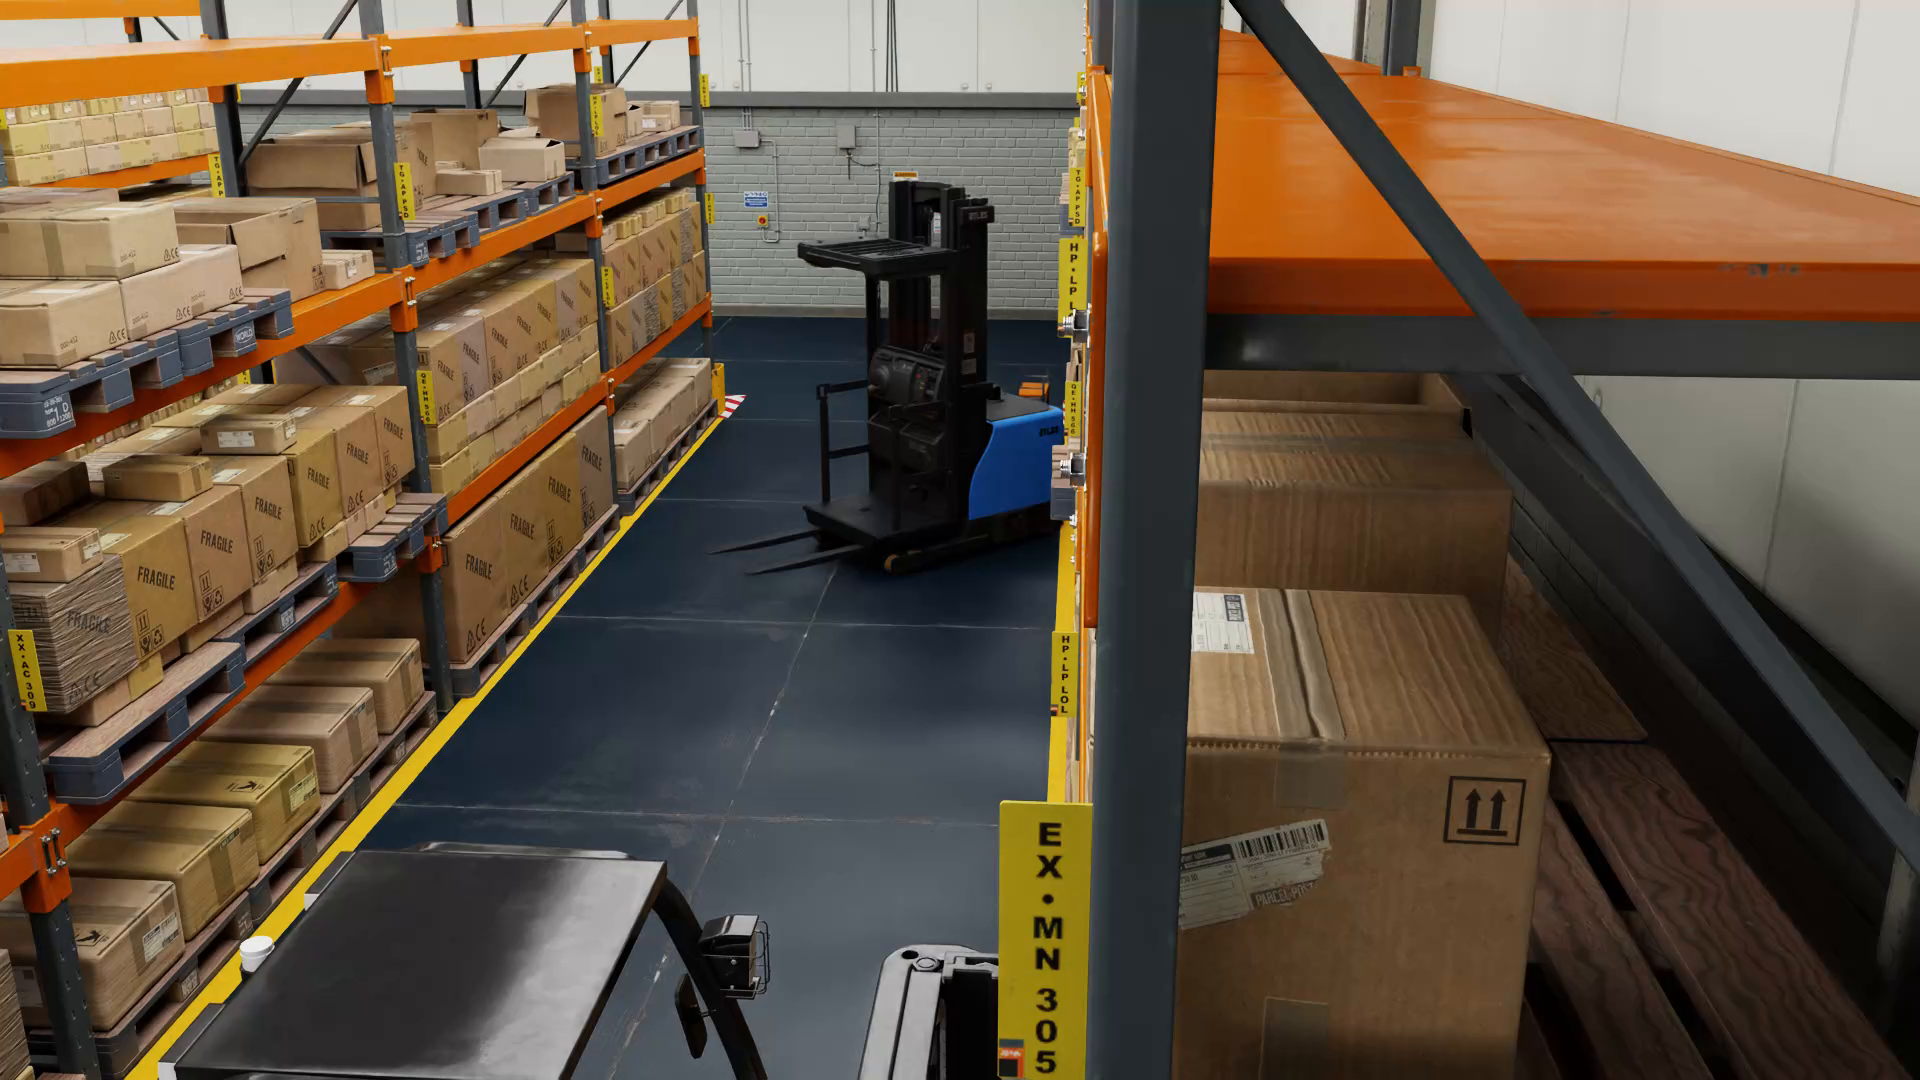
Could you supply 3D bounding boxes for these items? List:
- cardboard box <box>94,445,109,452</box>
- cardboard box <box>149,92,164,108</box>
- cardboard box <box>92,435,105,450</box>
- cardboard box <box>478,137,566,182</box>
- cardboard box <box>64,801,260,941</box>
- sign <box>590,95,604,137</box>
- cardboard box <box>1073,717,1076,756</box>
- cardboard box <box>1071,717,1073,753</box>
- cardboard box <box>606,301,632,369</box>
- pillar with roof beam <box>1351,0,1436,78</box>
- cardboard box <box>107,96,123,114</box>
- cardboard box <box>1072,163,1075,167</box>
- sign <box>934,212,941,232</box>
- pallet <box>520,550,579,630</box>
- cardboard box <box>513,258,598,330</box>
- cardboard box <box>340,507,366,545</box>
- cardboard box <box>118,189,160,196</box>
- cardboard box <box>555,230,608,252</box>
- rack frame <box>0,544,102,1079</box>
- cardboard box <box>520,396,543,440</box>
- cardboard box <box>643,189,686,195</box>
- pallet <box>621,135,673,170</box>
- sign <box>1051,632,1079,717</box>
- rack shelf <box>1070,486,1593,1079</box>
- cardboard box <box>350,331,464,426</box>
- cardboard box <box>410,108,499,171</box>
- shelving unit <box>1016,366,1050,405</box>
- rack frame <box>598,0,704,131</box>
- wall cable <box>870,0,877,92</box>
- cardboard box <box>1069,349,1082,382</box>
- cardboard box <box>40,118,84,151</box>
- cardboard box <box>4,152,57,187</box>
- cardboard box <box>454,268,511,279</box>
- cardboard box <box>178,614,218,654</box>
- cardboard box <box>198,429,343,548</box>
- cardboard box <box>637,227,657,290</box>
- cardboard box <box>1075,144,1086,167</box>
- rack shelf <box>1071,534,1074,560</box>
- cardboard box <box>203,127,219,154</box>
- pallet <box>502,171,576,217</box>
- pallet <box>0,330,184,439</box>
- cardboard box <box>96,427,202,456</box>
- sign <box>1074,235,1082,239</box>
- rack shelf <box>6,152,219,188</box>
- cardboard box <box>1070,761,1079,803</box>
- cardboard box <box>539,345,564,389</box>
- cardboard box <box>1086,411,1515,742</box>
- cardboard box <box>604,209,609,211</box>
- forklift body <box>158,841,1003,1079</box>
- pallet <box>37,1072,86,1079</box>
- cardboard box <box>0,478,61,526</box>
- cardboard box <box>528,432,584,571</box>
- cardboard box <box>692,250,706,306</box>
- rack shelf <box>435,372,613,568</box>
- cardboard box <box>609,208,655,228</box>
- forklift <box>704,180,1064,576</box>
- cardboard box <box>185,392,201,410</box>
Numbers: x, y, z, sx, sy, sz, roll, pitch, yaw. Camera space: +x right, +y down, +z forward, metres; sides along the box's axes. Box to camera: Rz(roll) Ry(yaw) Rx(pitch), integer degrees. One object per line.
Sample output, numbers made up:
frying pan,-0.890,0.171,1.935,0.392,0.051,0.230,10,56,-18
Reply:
cardboard box,-8.074,-0.784,15.403,0.380,0.149,0.250,1,18,4
cardboard box,-7.972,-4.270,16.118,0.380,0.149,0.250,1,18,3
cardboard box,-8.150,-0.921,15.343,0.380,0.149,0.250,1,18,4
cardboard box,-3.314,-2.898,12.600,0.500,0.311,0.500,1,18,4
cardboard box,-3.951,1.554,7.908,0.950,0.372,0.625,2,18,7
sign,-2.919,-3.405,13.344,0.100,0.325,0.005,1,18,4
cardboard box,0.697,0.676,6.479,0.500,0.250,0.500,1,18,3
cardboard box,0.723,0.754,7.047,0.500,0.250,0.500,1,18,4
cardboard box,-3.166,-1.781,14.380,0.500,0.500,0.500,2,18,6
pillar with roof beam,-2.285,-2.763,7.904,9.100,9.000,0.400,1,18,4
cardboard box,-7.995,-4.027,15.377,0.380,0.149,0.250,1,18,2
cardboard box,0.974,-2.557,11.660,0.380,0.149,0.250,2,18,5
sign,-0.201,-4.503,23.002,0.329,0.494,0.001,1,18,4
pallet,-3.526,0.353,12.507,1.003,0.211,1.213,1,18,4
cardboard box,-3.242,-1.972,13.357,0.500,0.500,0.500,2,18,6
cardboard box,-3.483,-0.082,9.085,0.380,0.149,0.250,0,18,1
cardboard box,-8.445,-3.288,16.897,0.500,0.500,0.500,2,18,6
cardboard box,-3.179,-2.516,13.978,0.380,0.149,0.250,1,18,3
rack frame,-4.031,0.891,6.385,0.949,2.616,0.053,1,18,4
cardboard box,-3.367,-0.902,12.100,0.500,0.250,0.500,1,18,4
cardboard box,-2.994,-3.471,16.891,0.380,0.149,0.250,2,18,5
pallet,-3.302,-3.608,15.443,1.003,0.211,1.213,1,18,4
sign,0.375,0.479,5.911,0.100,0.325,0.005,1,18,4
rack shelf,0.774,0.539,3.800,1.077,0.370,4.000,1,18,4
cardboard box,-3.468,-1.021,10.457,0.500,0.500,0.500,1,18,2
cardboard box,-3.813,-2.999,12.605,0.500,0.500,0.500,1,18,3
shelving unit,0.641,-0.892,14.718,0.258,1.200,0.503,2,18,7
rack frame,-3.174,-5.687,16.826,1.000,3.000,0.127,1,18,4
wall cable,-2.297,-7.442,22.183,2.355,3.000,0.029,1,18,4
cardboard box,1.136,-1.001,11.321,0.797,0.503,0.637,1,18,3
cardboard box,-8.091,-3.563,14.600,0.500,0.250,0.500,1,18,4
cardboard box,-8.109,-3.164,14.187,0.500,0.250,0.500,2,18,7
cardboard box,-3.788,-1.827,12.916,0.500,0.500,0.500,1,18,4
cardboard box,-3.649,0.400,7.613,0.380,0.149,0.250,2,18,5
cardboard box,-3.564,-0.274,8.631,0.500,0.500,0.500,0,18,0
cardboard box,-3.095,-2.574,15.195,0.500,0.500,0.500,2,18,5
cardboard box,0.980,-2.616,11.362,0.380,0.149,0.250,1,18,4
rack shelf,1.347,-0.521,11.850,1.077,0.370,4.000,1,18,4
cardboard box,-7.887,-4.122,17.108,0.500,0.250,0.500,1,18,3
pallet,-3.477,-2.642,12.659,0.805,0.209,1.217,1,18,2
pallet,-3.884,-0.634,6.526,1.213,0.211,1.003,1,18,4
cardboard box,-4.072,-0.278,8.641,0.500,0.500,0.500,2,18,5
sign,1.236,-3.149,17.327,0.100,0.325,0.005,1,18,4
rack shelf,-8.262,-3.377,15.750,1.077,0.370,4.000,1,18,4
cardboard box,0.625,1.085,5.633,0.500,0.500,0.500,1,18,2
cardboard box,-3.309,-1.301,12.514,0.500,0.250,0.500,2,18,5
cardboard box,0.592,0.064,3.096,0.700,0.500,0.500,1,18,4
cardboard box,-3.583,-3.160,15.941,0.380,0.149,0.250,1,18,4
forklift body,-1.054,2.017,4.313,2.313,2.155,1.214,1,18,4
pallet,-4.047,2.426,6.181,1.003,0.211,1.213,1,18,4
cardboard box,-4.190,-0.168,7.264,0.380,0.149,0.250,1,18,2
cardboard box,-3.482,-0.308,12.784,0.875,0.875,0.875,2,18,6
cardboard box,-2.945,-2.727,17.269,0.500,0.500,0.500,1,18,4
rack shelf,-3.604,-0.630,12.185,1.077,0.370,4.000,1,18,4
cardboard box,-3.051,-2.989,15.420,0.380,0.149,0.250,1,18,4
forklift,-0.592,-1.297,13.174,3.031,2.935,1.130,-14,23,-36
cardboard box,-7.931,-1.408,16.829,0.380,0.149,0.250,2,18,5
